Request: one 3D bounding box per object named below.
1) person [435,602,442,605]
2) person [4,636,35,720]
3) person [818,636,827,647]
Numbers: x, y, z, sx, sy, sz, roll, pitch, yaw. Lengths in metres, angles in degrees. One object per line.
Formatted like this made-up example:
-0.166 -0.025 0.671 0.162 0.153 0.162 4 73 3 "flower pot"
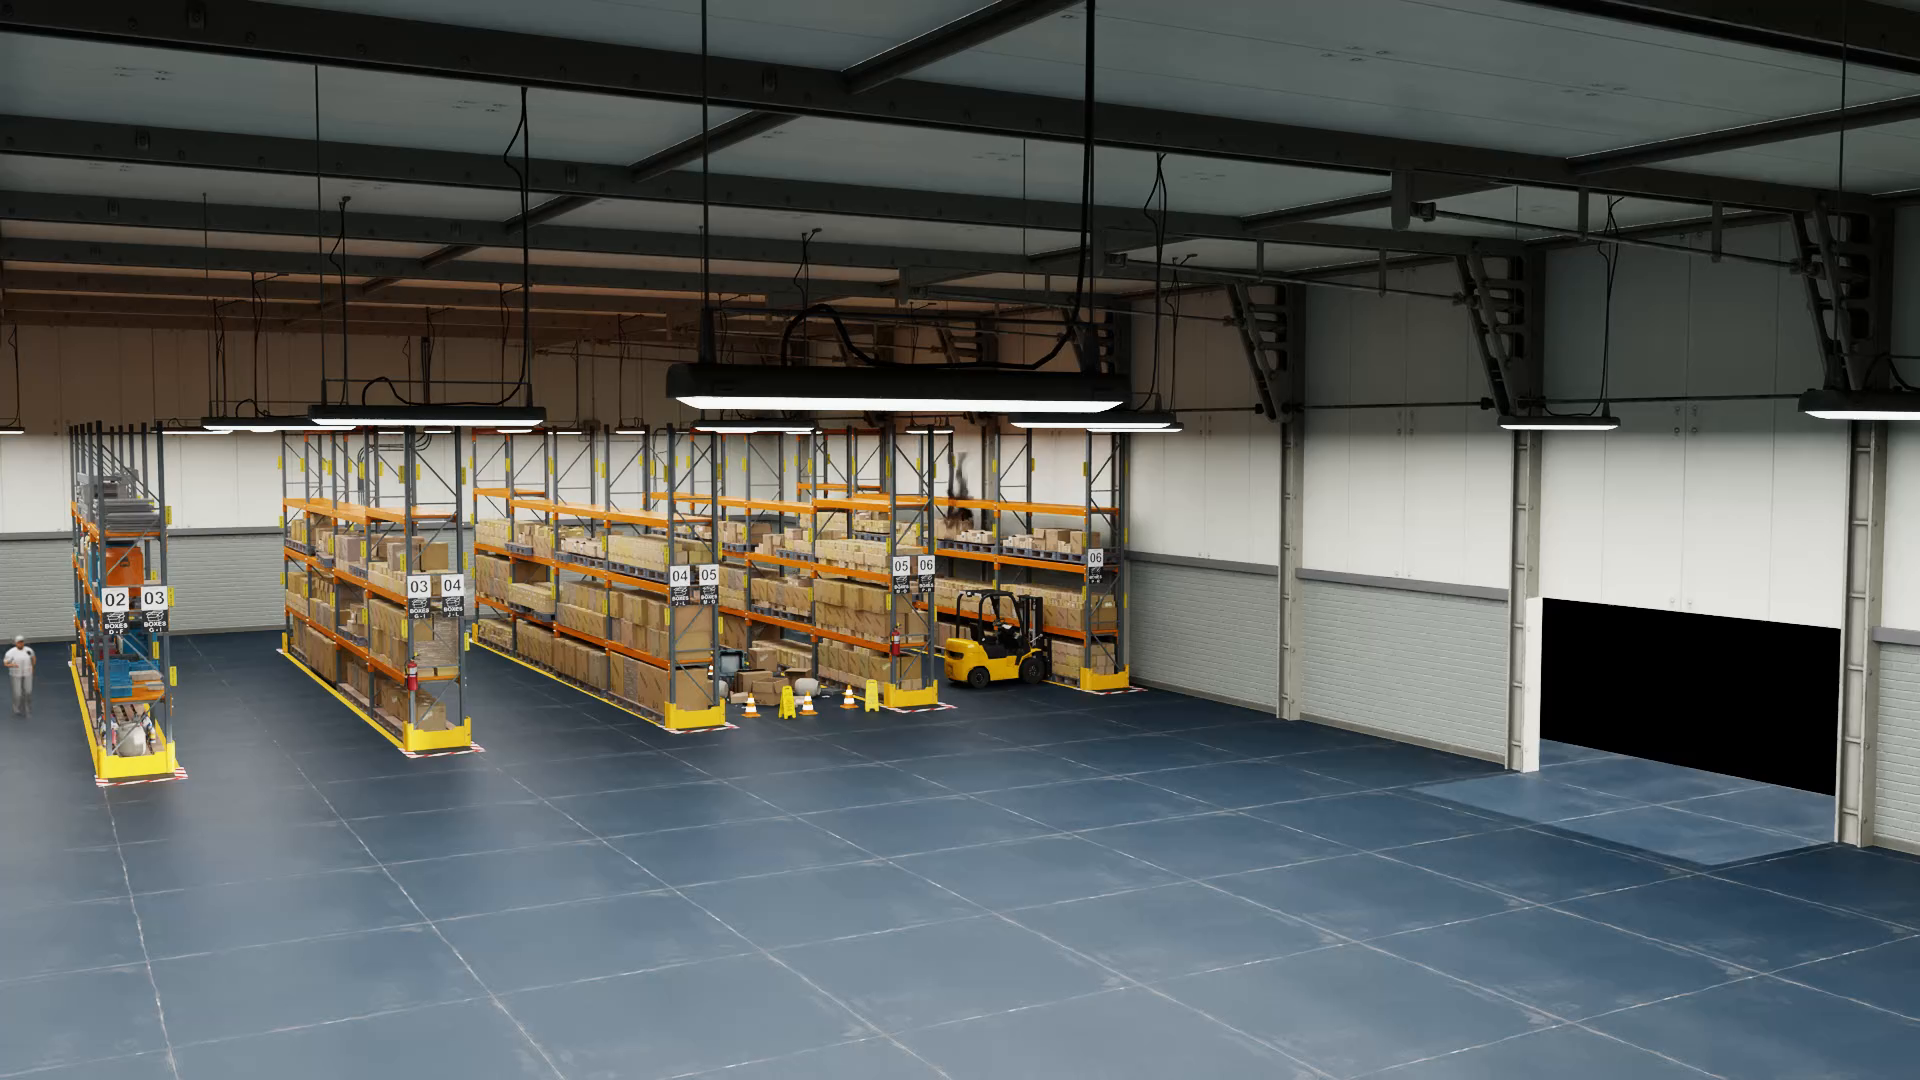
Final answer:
-13.975 2.192 45.053 0.526 1.480 0.596 -2 4 -29 "person"
-19.163 2.791 33.930 0.604 1.686 0.924 -3 5 -39 "person"
-3.511 2.259 43.136 0.617 1.713 0.751 -2 4 -29 "person"
